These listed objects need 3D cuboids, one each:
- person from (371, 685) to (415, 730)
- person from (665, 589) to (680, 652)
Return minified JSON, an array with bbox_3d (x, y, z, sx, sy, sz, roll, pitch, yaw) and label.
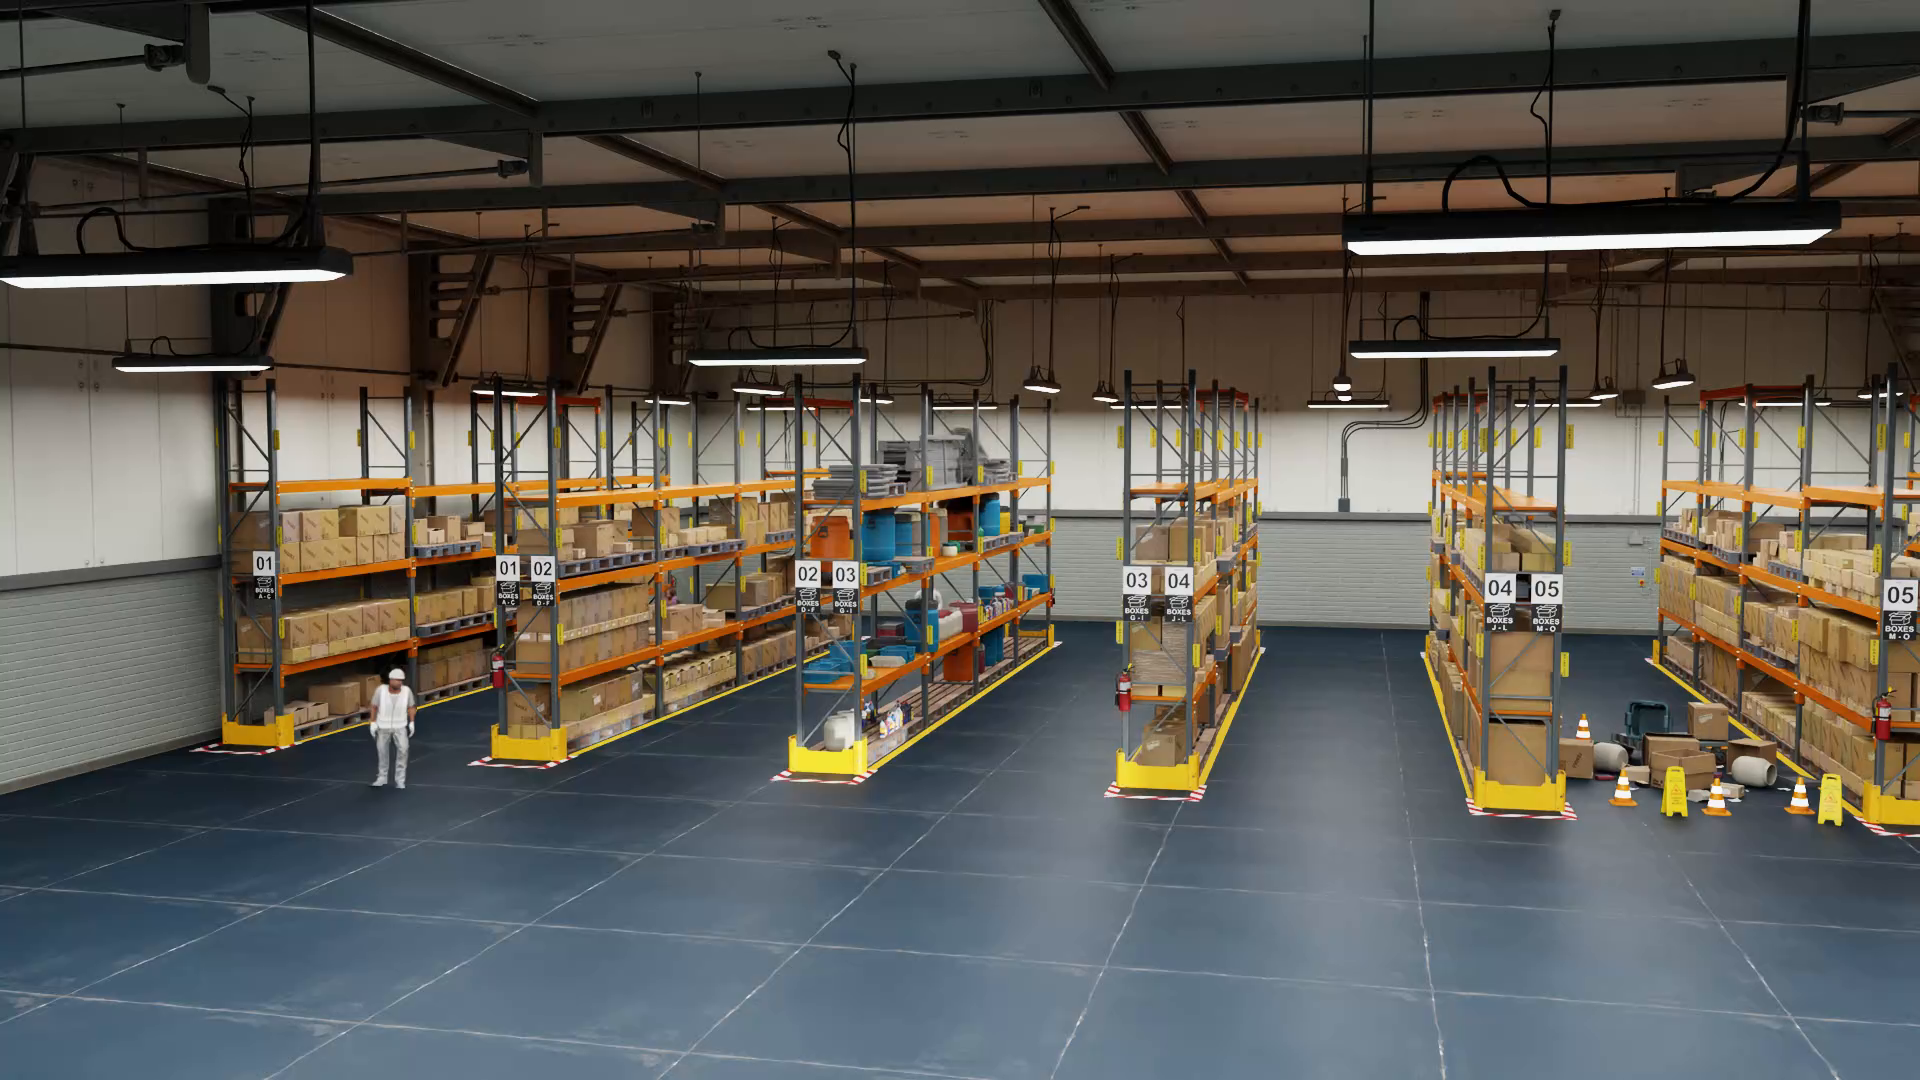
[{"bbox_3d":[-8.155,2.390,23.918,0.593,0.650,0.417,-1,4,-20],"label":"person"},{"bbox_3d":[-6.775,1.885,39.196,0.522,1.500,0.868,0,3,-3],"label":"person"}]
